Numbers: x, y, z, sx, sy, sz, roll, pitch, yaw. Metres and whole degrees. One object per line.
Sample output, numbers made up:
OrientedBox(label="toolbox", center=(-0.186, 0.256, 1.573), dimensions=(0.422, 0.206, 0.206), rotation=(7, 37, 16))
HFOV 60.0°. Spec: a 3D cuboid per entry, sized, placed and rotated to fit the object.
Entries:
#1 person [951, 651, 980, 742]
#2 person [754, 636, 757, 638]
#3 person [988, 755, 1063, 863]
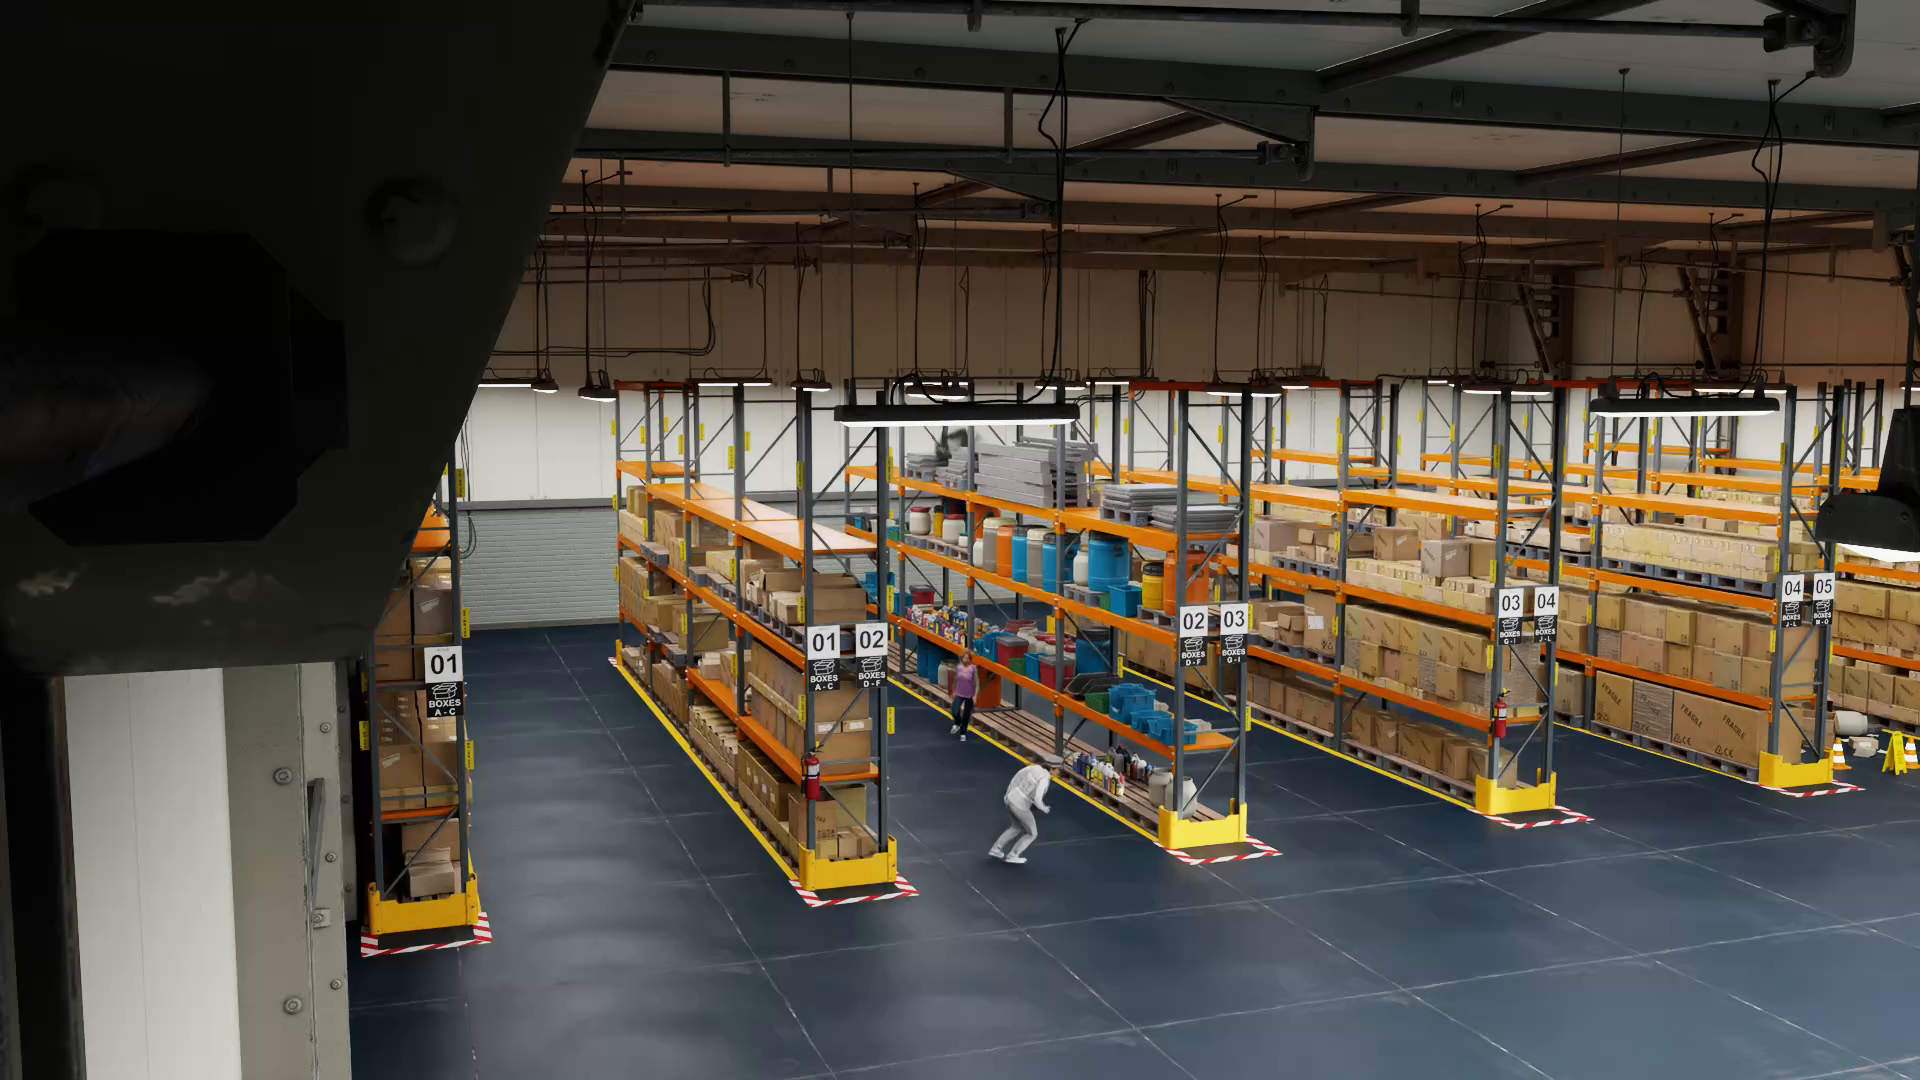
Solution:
OrientedBox(label="person", center=(0.086, 2.631, 27.851), dimensions=(0.533, 1.542, 0.538), rotation=(1, 6, 7))
OrientedBox(label="person", center=(-3.889, 2.018, 33.345), dimensions=(0.587, 1.296, 0.964), rotation=(-4, 7, -35))
OrientedBox(label="person", center=(0.840, 3.426, 21.064), dimensions=(0.888, 1.397, 0.623), rotation=(-2, 6, -19))
